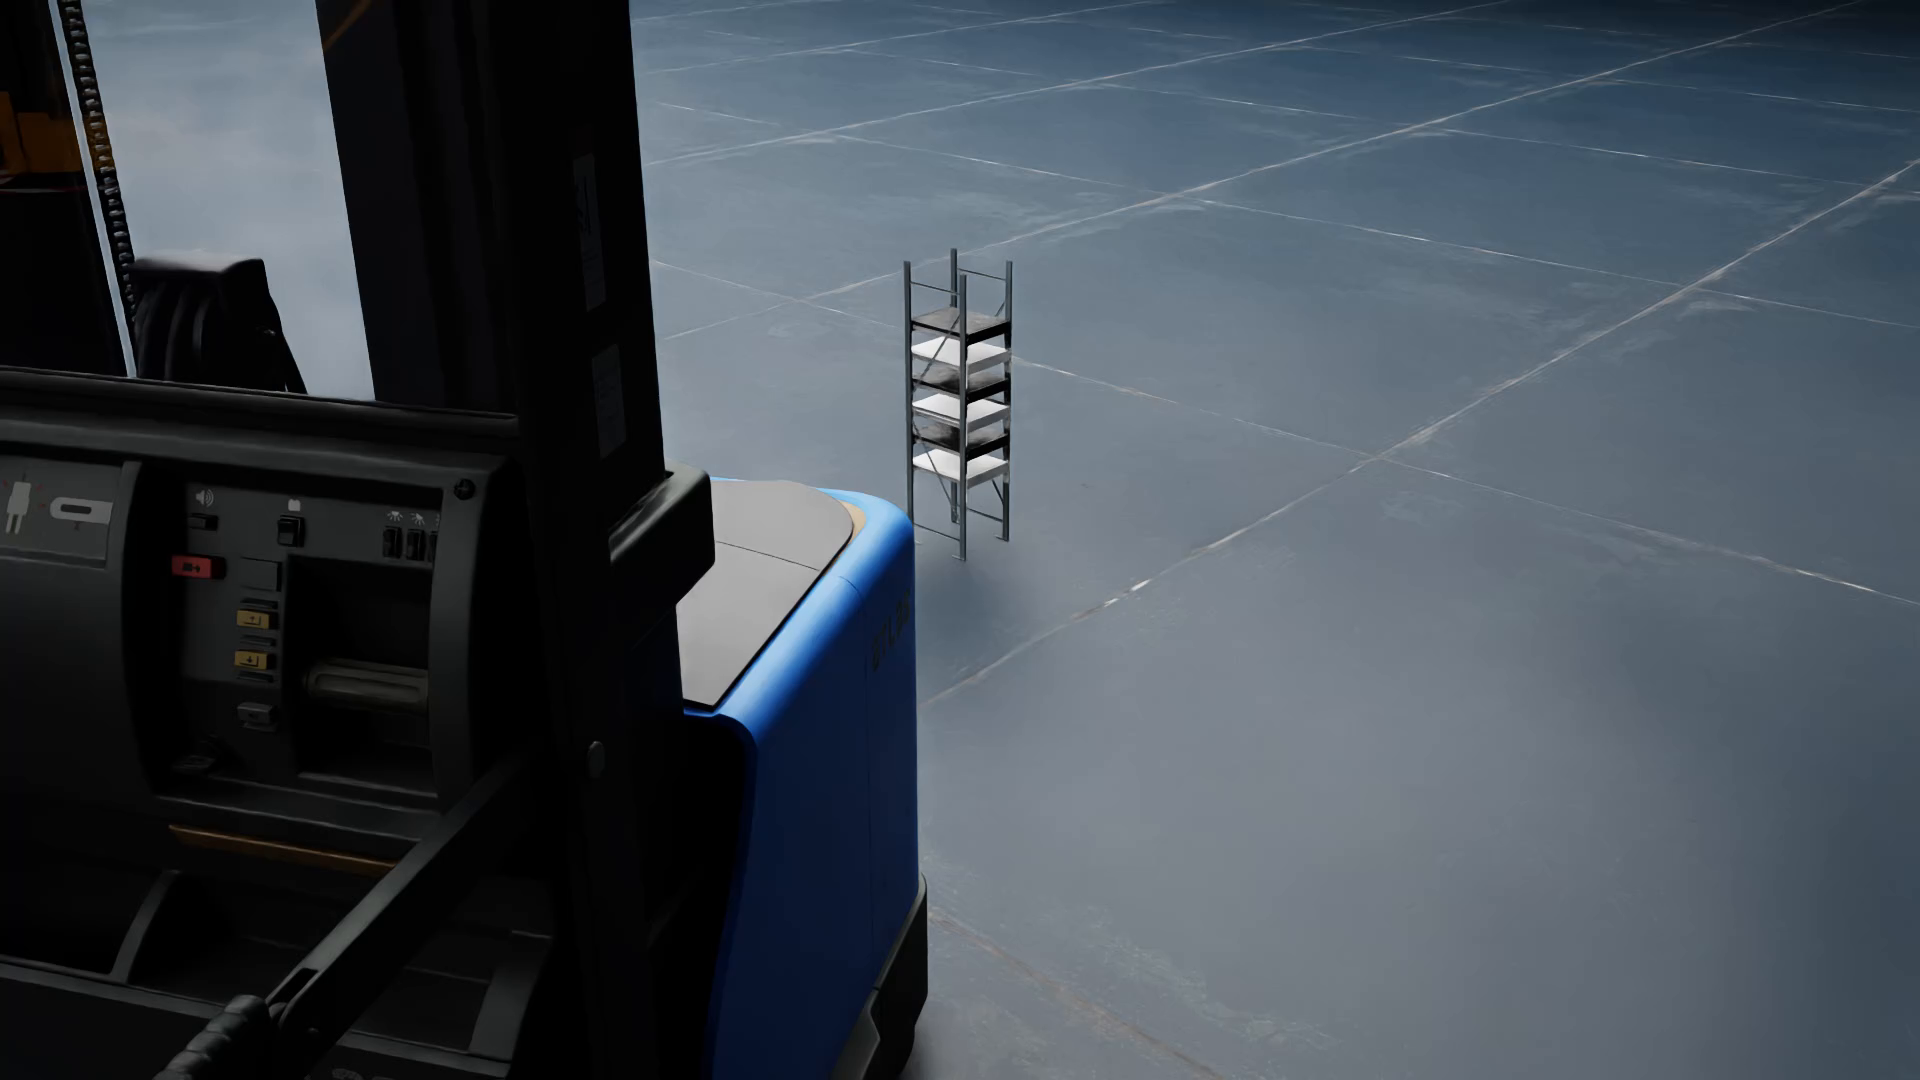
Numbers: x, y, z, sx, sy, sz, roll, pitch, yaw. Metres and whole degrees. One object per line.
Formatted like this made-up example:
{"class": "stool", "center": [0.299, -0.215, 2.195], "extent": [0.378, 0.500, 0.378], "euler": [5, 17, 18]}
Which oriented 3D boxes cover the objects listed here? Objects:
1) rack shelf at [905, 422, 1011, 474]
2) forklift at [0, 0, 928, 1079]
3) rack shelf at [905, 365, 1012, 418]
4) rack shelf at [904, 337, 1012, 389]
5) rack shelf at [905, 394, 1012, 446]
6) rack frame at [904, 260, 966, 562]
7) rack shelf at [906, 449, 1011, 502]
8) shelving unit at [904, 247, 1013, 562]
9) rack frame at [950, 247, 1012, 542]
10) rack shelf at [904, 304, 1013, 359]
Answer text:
{"class": "rack shelf", "center": [-0.005, -0.296, 5.111], "extent": [0.258, 0.077, 0.200], "euler": [20, 31, 38]}
{"class": "forklift", "center": [-0.935, 0.098, 1.449], "extent": [1.130, 2.935, 3.031], "euler": [6, 25, 14]}
{"class": "rack shelf", "center": [-0.005, -0.460, 5.037], "extent": [0.258, 0.077, 0.200], "euler": [20, 31, 38]}
{"class": "rack shelf", "center": [-0.005, -0.542, 5.000], "extent": [0.258, 0.077, 0.200], "euler": [20, 31, 38]}
{"class": "rack shelf", "center": [-0.005, -0.378, 5.074], "extent": [0.258, 0.077, 0.200], "euler": [20, 31, 38]}
{"class": "rack frame", "center": [-0.073, -0.377, 4.991], "extent": [0.240, 0.900, 0.006], "euler": [20, 31, 38]}
{"class": "rack shelf", "center": [-0.005, -0.213, 5.148], "extent": [0.258, 0.077, 0.200], "euler": [20, 31, 38]}
{"class": "shelving unit", "center": [-0.005, -0.408, 5.060], "extent": [0.258, 0.900, 0.210], "euler": [20, 31, 38]}
{"class": "rack frame", "center": [0.062, -0.439, 5.129], "extent": [0.240, 0.900, 0.006], "euler": [20, 31, 38]}
{"class": "rack shelf", "center": [-0.005, -0.624, 4.964], "extent": [0.258, 0.077, 0.200], "euler": [20, 31, 38]}
